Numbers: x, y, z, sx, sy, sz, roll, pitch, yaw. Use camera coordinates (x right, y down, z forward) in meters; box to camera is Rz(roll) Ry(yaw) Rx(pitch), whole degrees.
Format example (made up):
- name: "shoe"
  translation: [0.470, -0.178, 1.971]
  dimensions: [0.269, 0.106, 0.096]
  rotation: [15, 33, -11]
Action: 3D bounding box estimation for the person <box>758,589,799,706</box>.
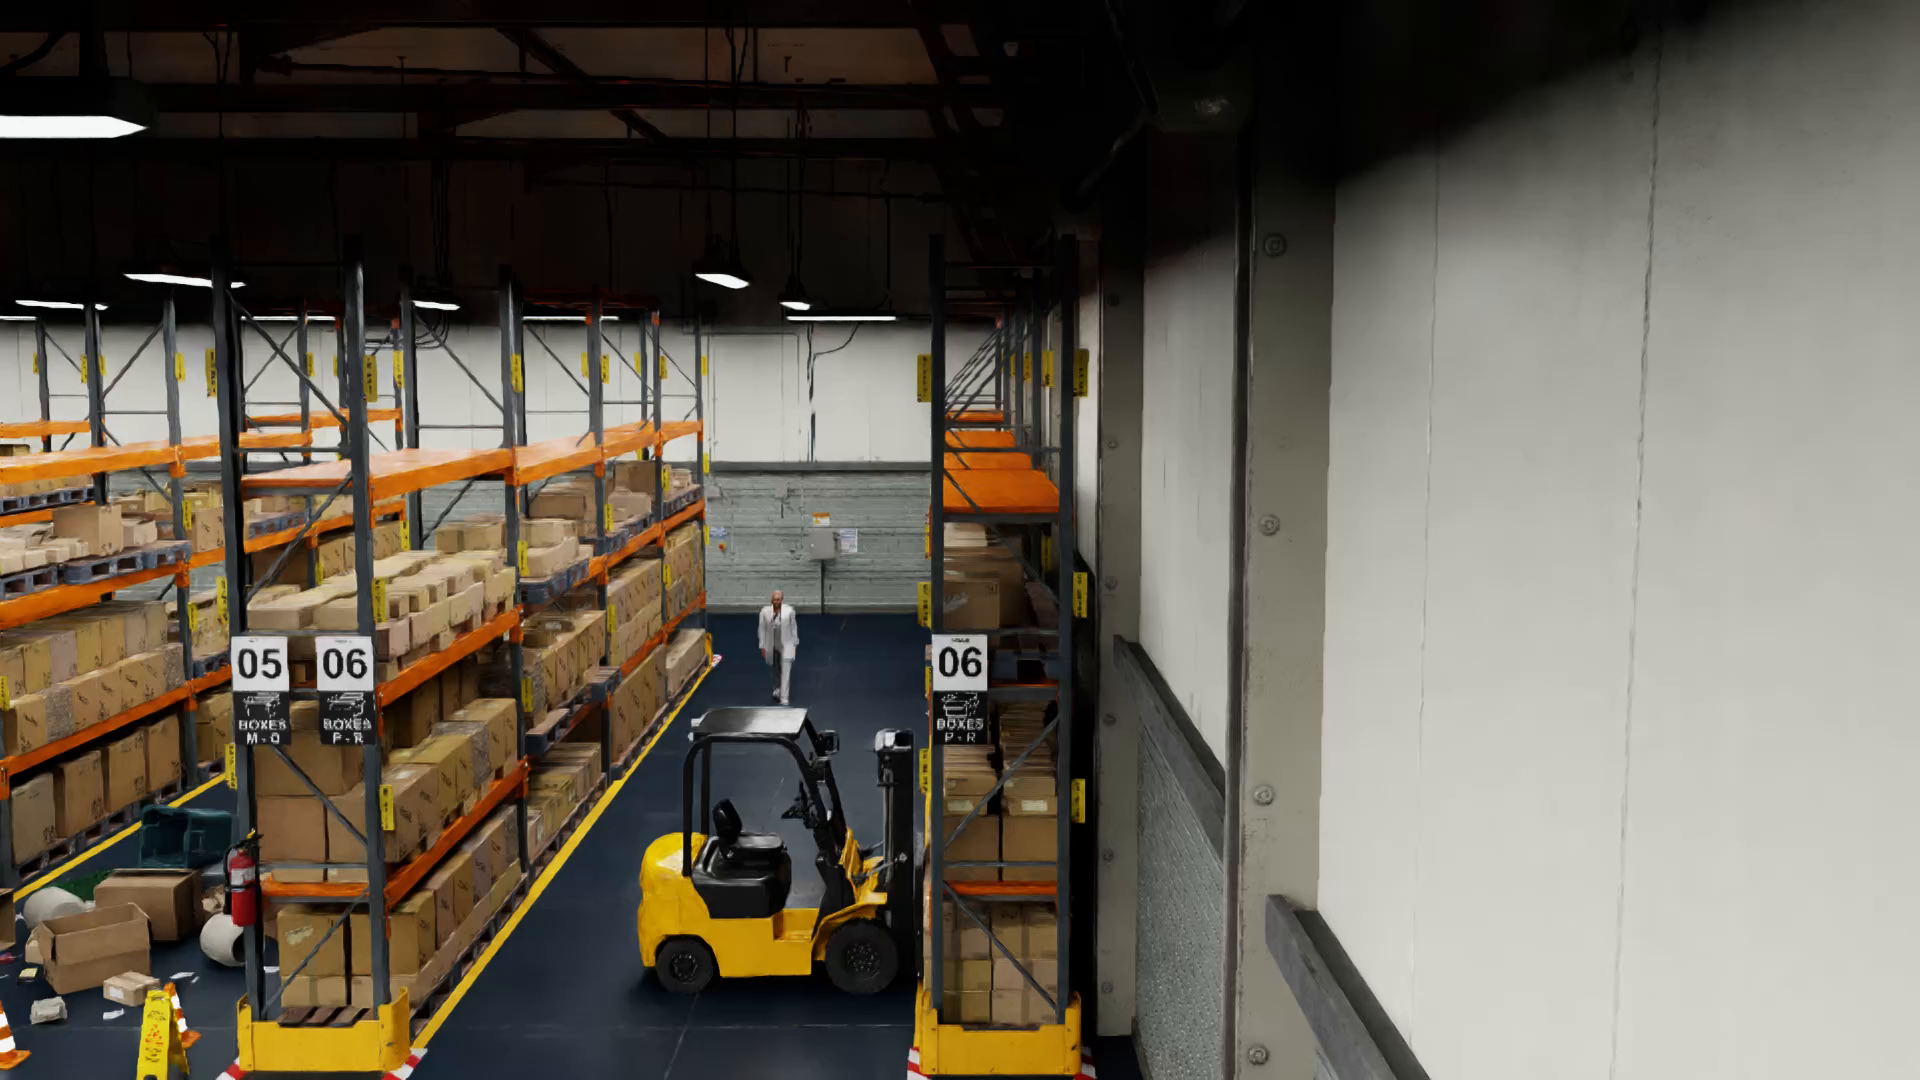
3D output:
- name: "person"
  translation: [-2.713, 1.571, 24.767]
  dimensions: [0.598, 1.698, 1.194]
  rotation: [0, 6, 2]
